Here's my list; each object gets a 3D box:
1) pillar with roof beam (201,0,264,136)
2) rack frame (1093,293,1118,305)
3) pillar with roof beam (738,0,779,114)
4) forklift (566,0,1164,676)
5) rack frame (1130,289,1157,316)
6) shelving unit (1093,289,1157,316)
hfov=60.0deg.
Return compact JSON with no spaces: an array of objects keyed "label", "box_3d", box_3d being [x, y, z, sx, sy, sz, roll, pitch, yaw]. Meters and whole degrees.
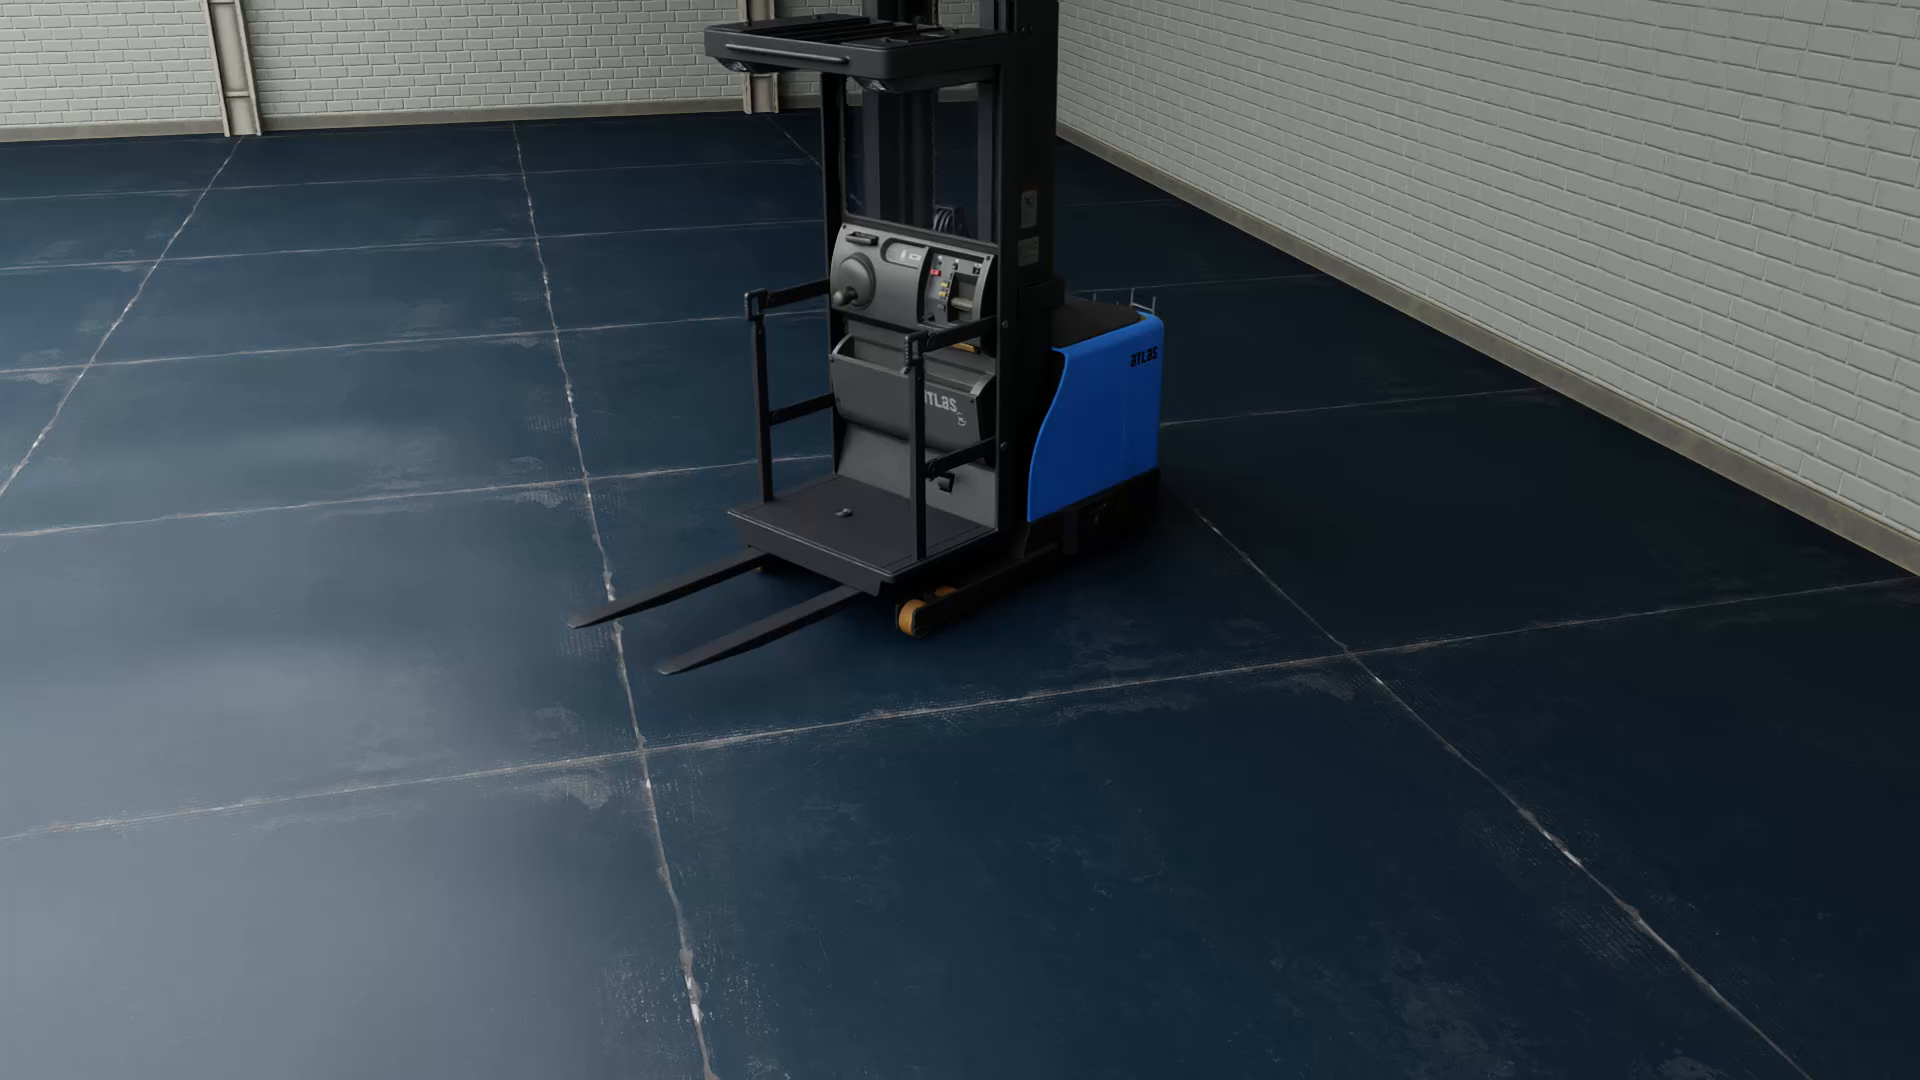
[{"label":"pillar with roof beam","box_3d":[-7.084,-7.189,13.592,0.400,9.000,9.100,-6,24,-14]},{"label":"rack frame","box_3d":[0.721,-0.741,8.620,0.008,1.050,0.200,-12,26,-30]},{"label":"pillar with roof beam","box_3d":[-1.307,-7.828,15.081,0.400,9.000,9.100,-6,24,-14]},{"label":"forklift","box_3d":[-0.363,-1.146,7.204,1.130,2.935,3.031,20,30,38]},{"label":"rack frame","box_3d":[0.927,-0.783,8.743,0.008,1.050,0.200,-12,26,-30]},{"label":"shelving unit","box_3d":[0.824,-0.762,8.681,0.252,1.050,0.215,-12,26,-30]}]
